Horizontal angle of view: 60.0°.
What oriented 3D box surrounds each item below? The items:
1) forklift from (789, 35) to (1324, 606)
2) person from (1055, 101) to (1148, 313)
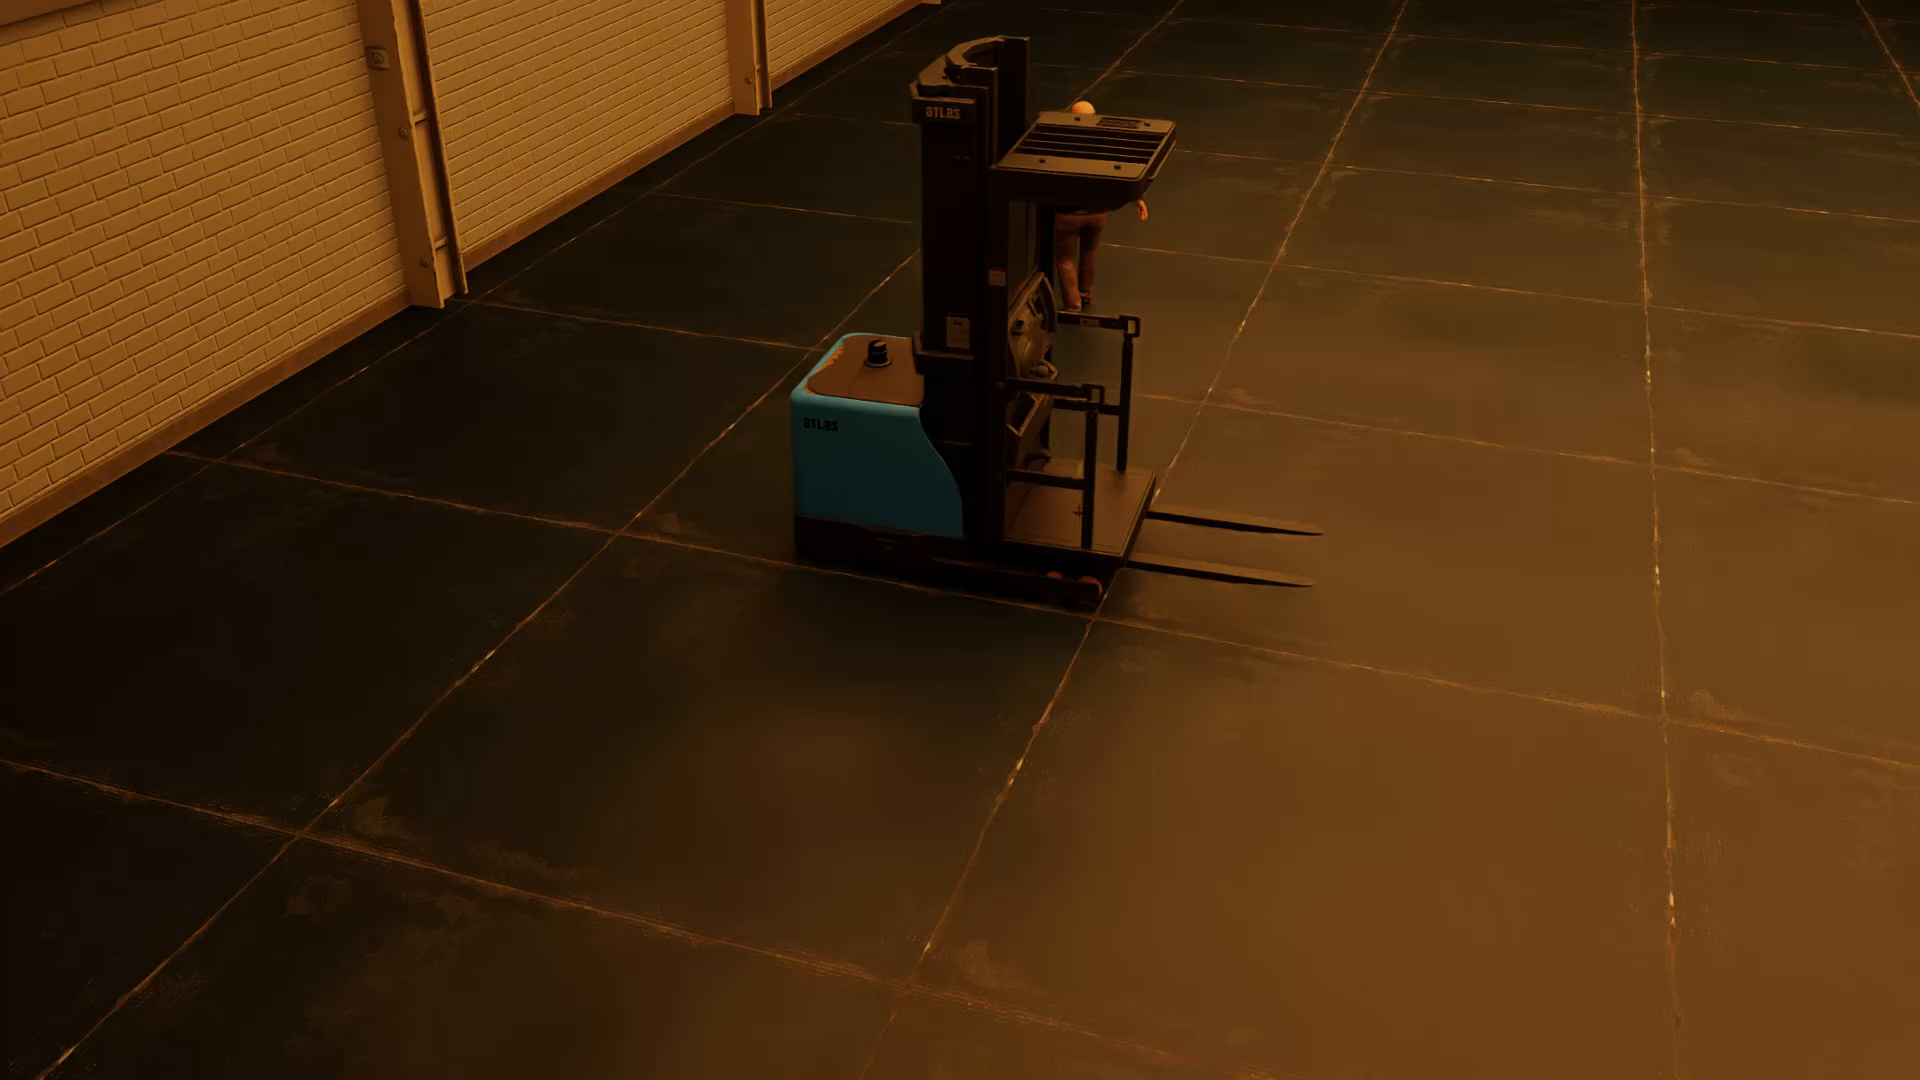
[{"bbox_3d":[0.590,-1.193,9.229,3.031,2.935,1.130,8,31,14],"label":"forklift"},{"bbox_3d":[0.944,-2.573,12.936,0.974,1.722,0.693,-6,30,-10],"label":"person"}]
